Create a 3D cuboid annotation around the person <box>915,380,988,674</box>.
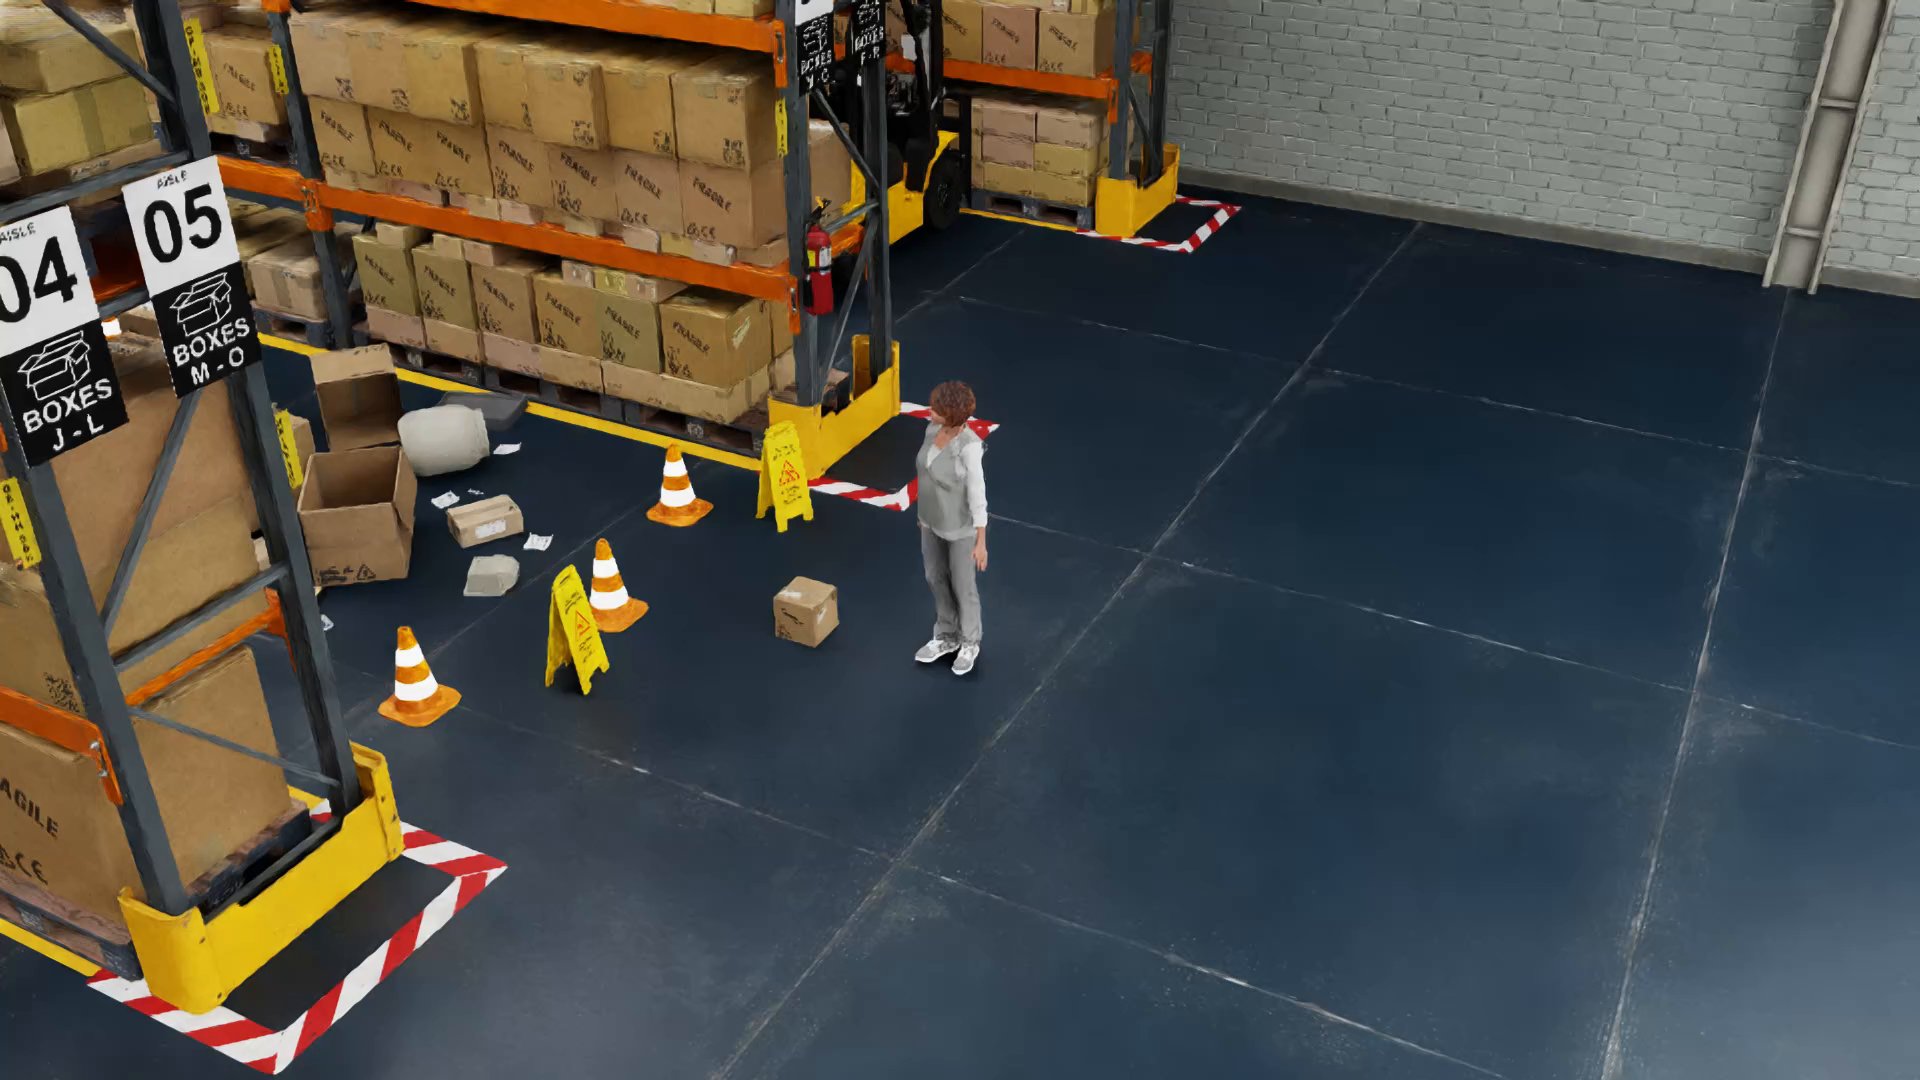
[{"bbox_3d":[-0.029,-0.054,8.341,0.345,1.602,0.513,-23,38,-34],"label":"person"}]
